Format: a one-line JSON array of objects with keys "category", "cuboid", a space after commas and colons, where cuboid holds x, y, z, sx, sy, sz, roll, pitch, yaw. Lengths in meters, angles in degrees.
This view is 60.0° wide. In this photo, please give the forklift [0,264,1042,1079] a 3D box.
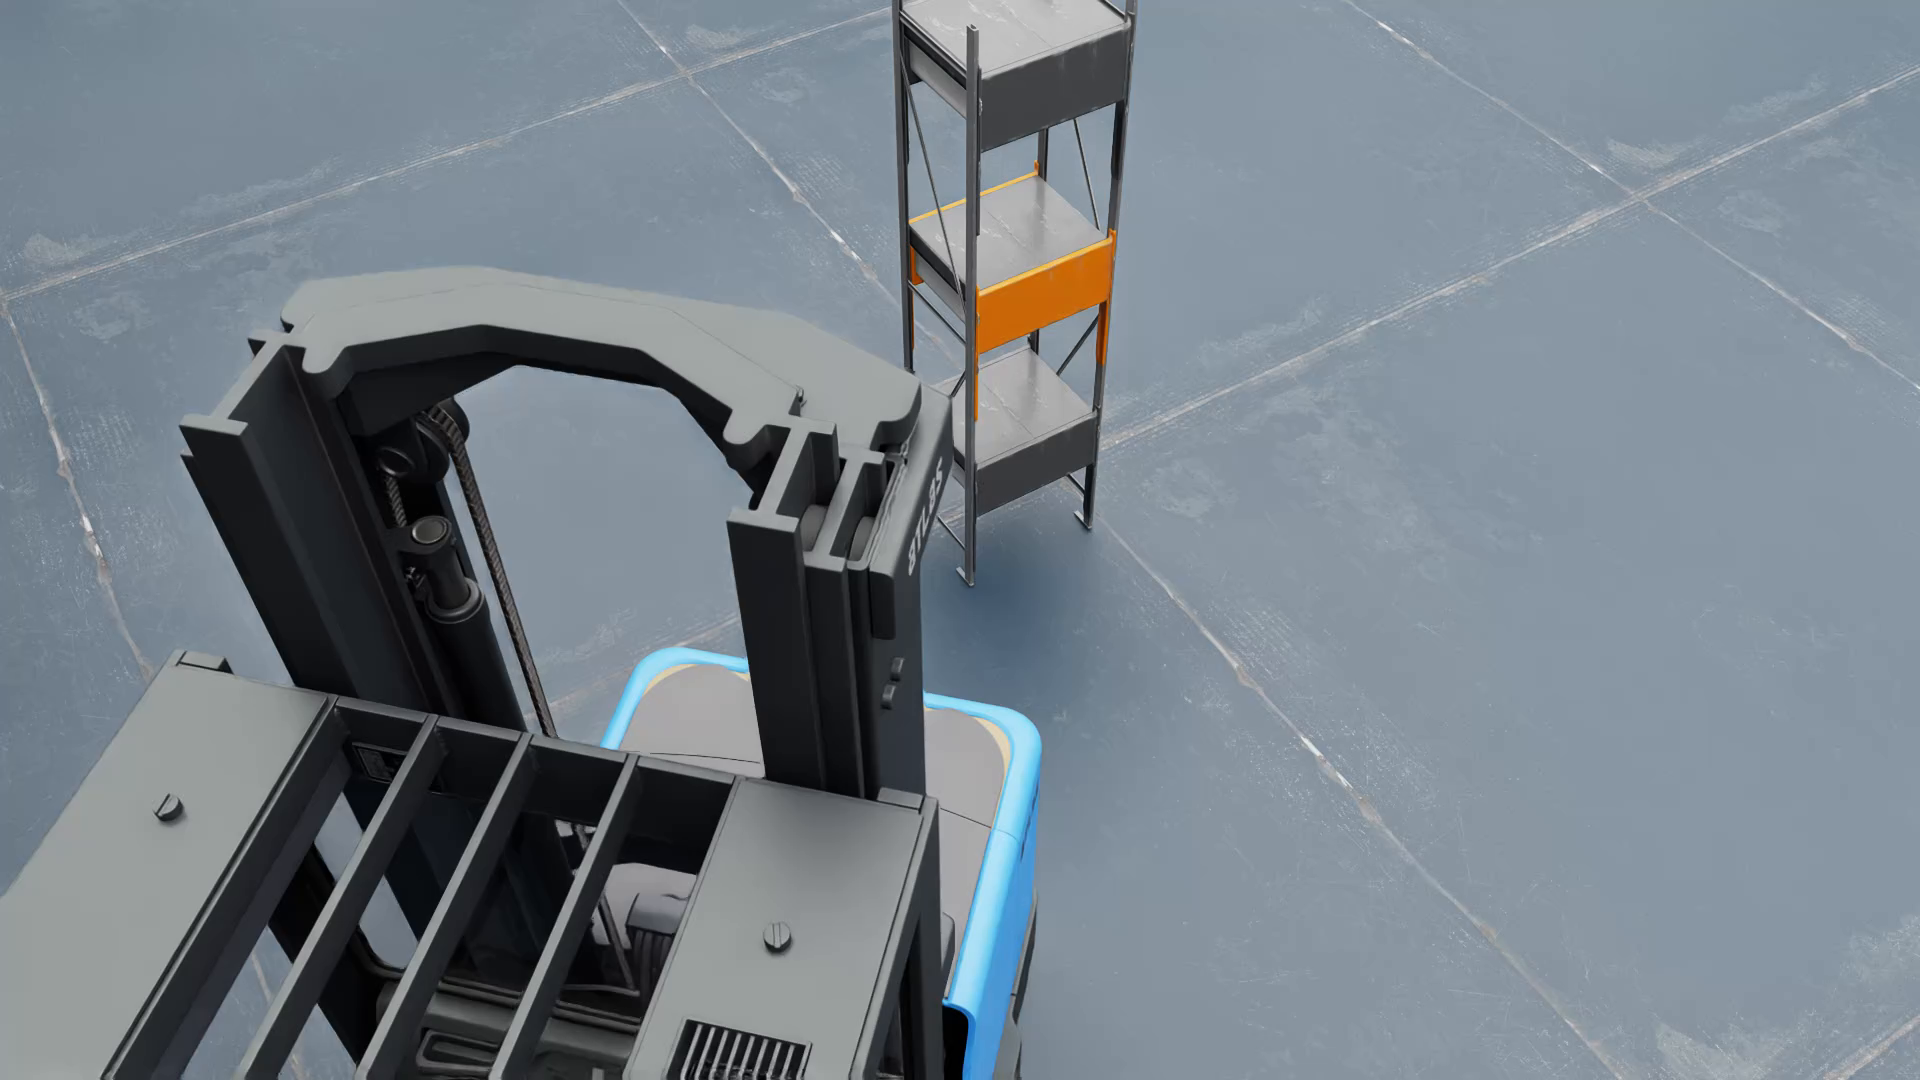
[{"category": "forklift", "cuboid": [-0.623, 1.145, 2.768, 1.130, 2.935, 3.031, 10, 49, 9]}]

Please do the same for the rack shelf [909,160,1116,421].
[{"category": "rack shelf", "cuboid": [0.140, -0.755, 5.035, 0.480, 0.518, 0.431, -25, 53, -21]}]

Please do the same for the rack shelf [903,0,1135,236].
[{"category": "rack shelf", "cuboid": [0.140, -1.221, 4.512, 0.480, 0.518, 0.431, -25, 53, -21]}]

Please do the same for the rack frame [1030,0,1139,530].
[{"category": "rack frame", "cuboid": [0.346, -0.861, 5.111, 0.015, 2.100, 0.400, -25, 53, -21]}]

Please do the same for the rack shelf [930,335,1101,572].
[{"category": "rack shelf", "cuboid": [0.140, -0.290, 5.558, 0.480, 0.518, 0.431, -25, 53, -21]}]

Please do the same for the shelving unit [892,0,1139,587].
[{"category": "shelving unit", "cuboid": [0.140, -0.764, 5.025, 0.503, 2.100, 0.431, -25, 53, -21]}]

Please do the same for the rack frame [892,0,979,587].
[{"category": "rack frame", "cuboid": [-0.066, -0.667, 4.938, 0.015, 2.100, 0.400, -25, 53, -21]}]
